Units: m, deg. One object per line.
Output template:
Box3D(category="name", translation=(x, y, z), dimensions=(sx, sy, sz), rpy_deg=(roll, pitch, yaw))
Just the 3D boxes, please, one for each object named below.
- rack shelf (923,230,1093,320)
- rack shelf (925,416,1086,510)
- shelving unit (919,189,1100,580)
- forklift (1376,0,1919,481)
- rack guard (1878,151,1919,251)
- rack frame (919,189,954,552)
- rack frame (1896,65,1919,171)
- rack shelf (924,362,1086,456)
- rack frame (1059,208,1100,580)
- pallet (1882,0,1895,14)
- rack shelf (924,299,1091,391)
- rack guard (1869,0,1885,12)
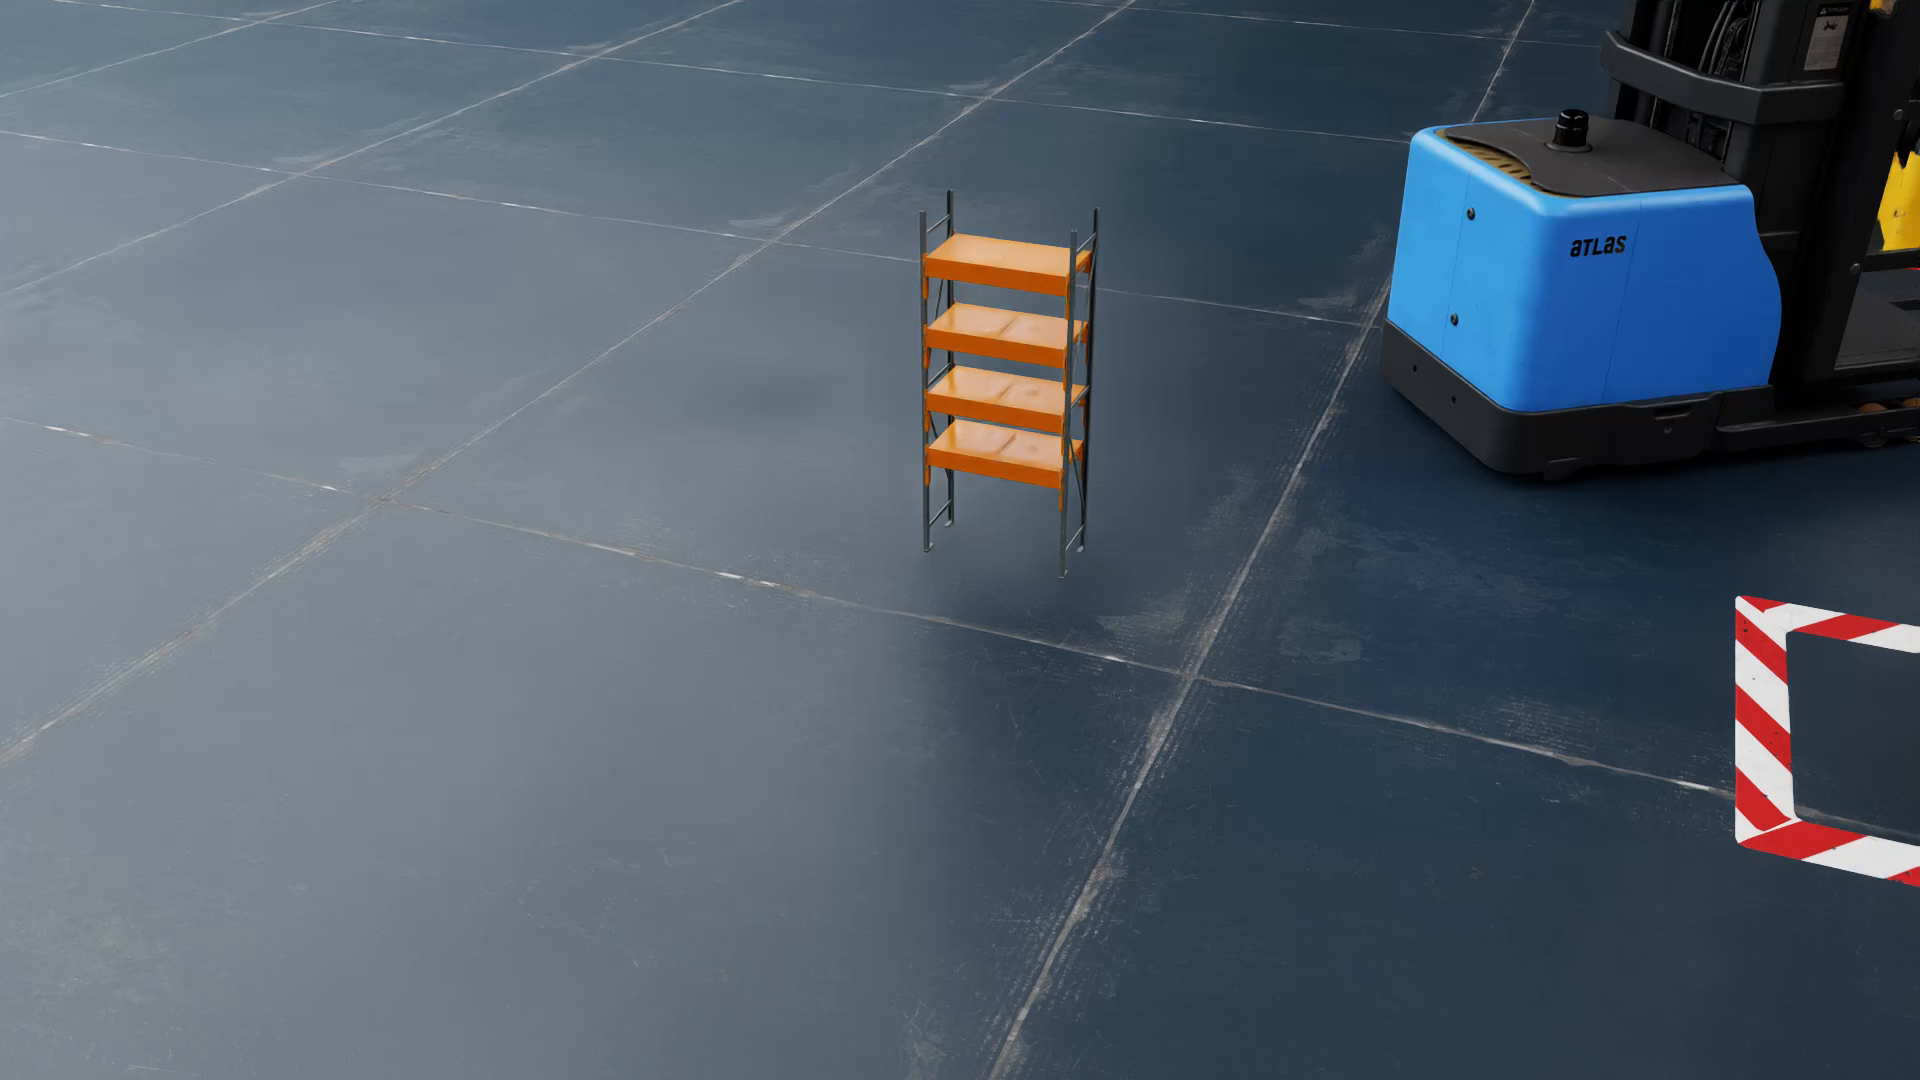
Box3D(category="rack shelf", translation=(0.153, -0.834, 5.207), dimensions=(0.480, 0.148, 0.258), rpy_deg=(11, 31, 19))
Box3D(category="rack shelf", translation=(0.153, -0.260, 5.531), dimensions=(0.480, 0.148, 0.258), rpy_deg=(11, 31, 19))
Box3D(category="shelving unit", translation=(0.153, -0.492, 5.401), dimensions=(0.503, 1.200, 0.258), rpy_deg=(11, 31, 19))
Box3D(category="forklift", translation=(3.284, -1.875, 6.088), dimensions=(3.031, 2.935, 1.130), rpy_deg=(-7, 30, -13))
Box3D(category="rack guard", translation=(4.959, -1.857, 8.527), dimensions=(0.348, 0.500, 1.175), rpy_deg=(11, 31, 19))
Box3D(category="rack frame", translation=(-0.073, -0.537, 5.480), dimensions=(0.015, 1.200, 0.240), rpy_deg=(11, 31, 19))
Box3D(category="rack frame", translation=(4.871, -2.938, 7.899), dimensions=(0.127, 3.000, 1.000), rpy_deg=(11, 31, 19))
Box3D(category="rack shelf", translation=(0.153, -0.433, 5.434), dimensions=(0.480, 0.148, 0.258), rpy_deg=(11, 31, 19))
Box3D(category="rack frame", translation=(0.380, -0.447, 5.321), dimensions=(0.015, 1.200, 0.240), rpy_deg=(11, 31, 19))
Box3D(category="pallet", translation=(7.461, -3.859, 12.363), dimensions=(1.213, 0.211, 1.003), rpy_deg=(11, 31, 19))
Box3D(category="rack shelf", translation=(0.153, -0.628, 5.324), dimensions=(0.480, 0.148, 0.258), rpy_deg=(11, 31, 19))
Box3D(category="rack guard", translation=(6.715, -4.112, 12.516), dimensions=(0.348, 0.500, 1.175), rpy_deg=(11, 31, 19))
